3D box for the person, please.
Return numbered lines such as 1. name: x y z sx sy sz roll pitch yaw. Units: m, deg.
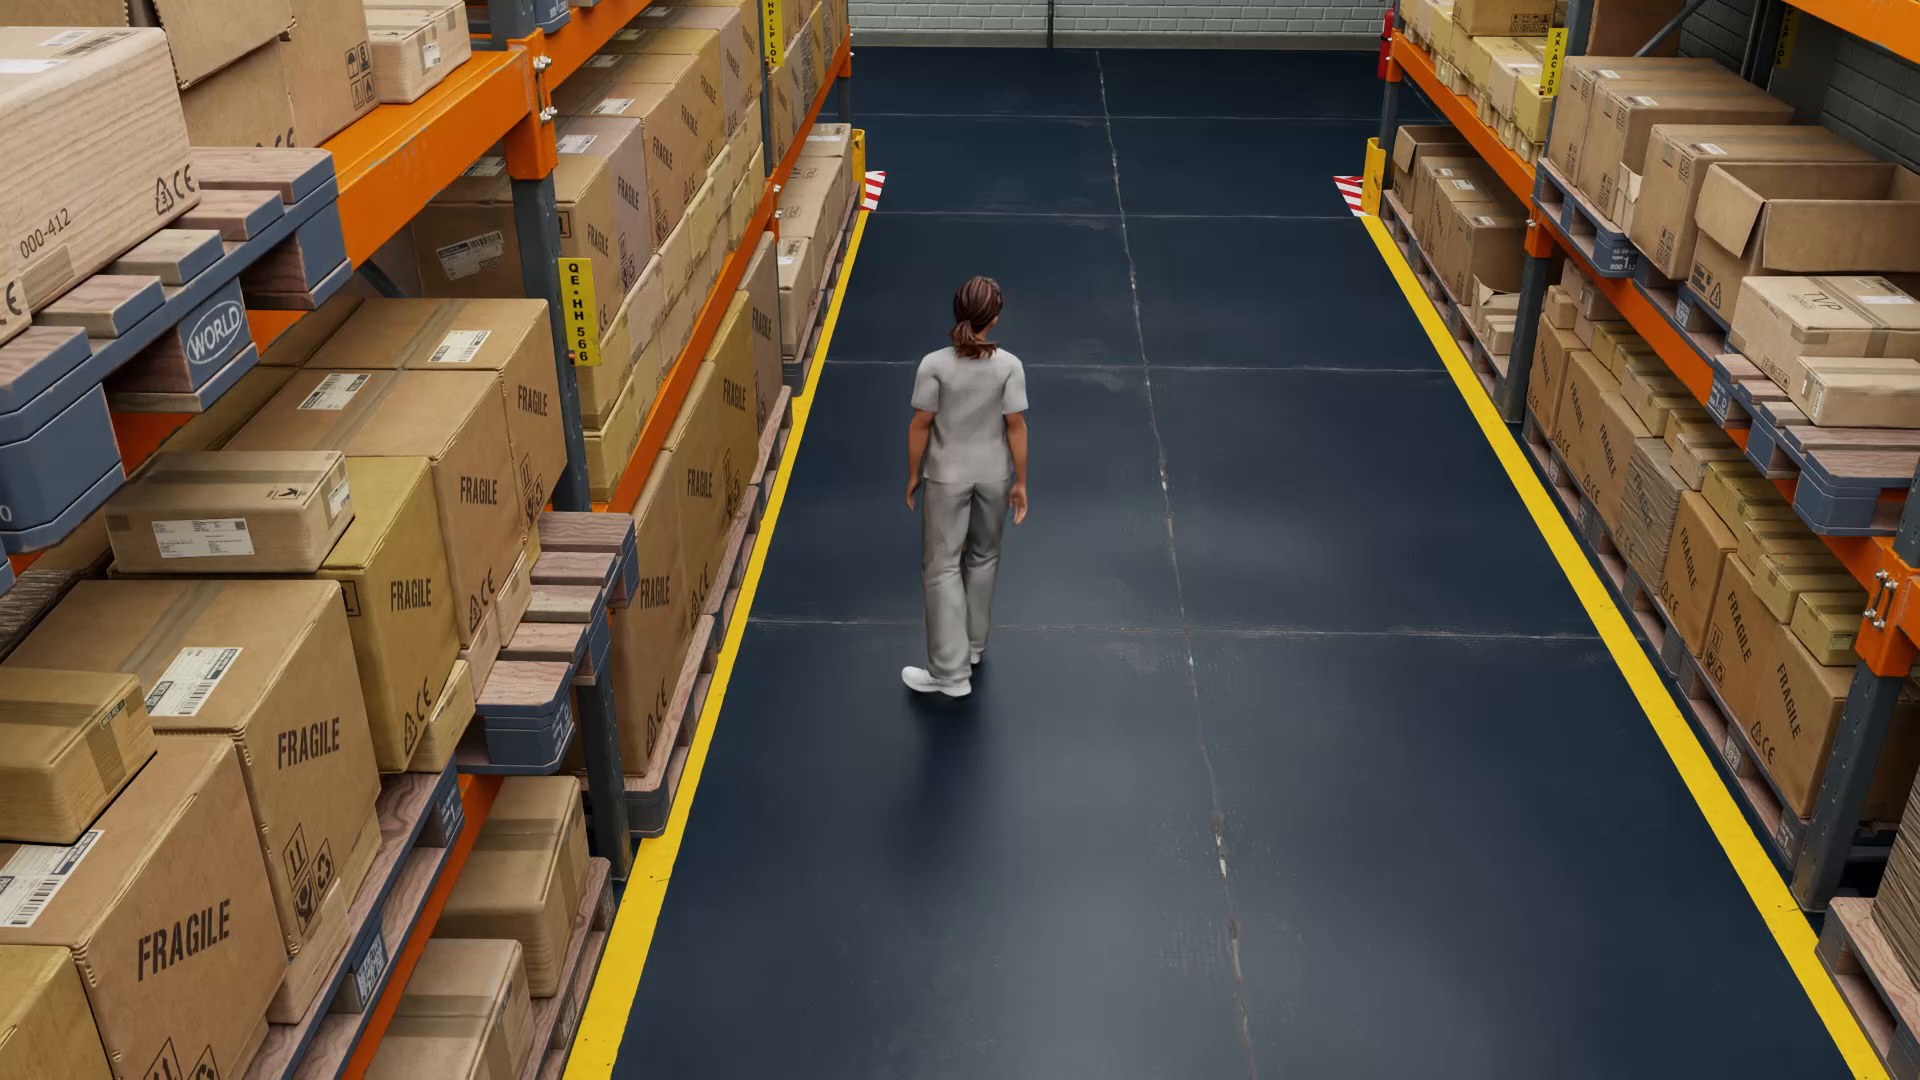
1. person: 0.003 -0.201 6.500 0.527 1.669 0.600 -5 29 -10
